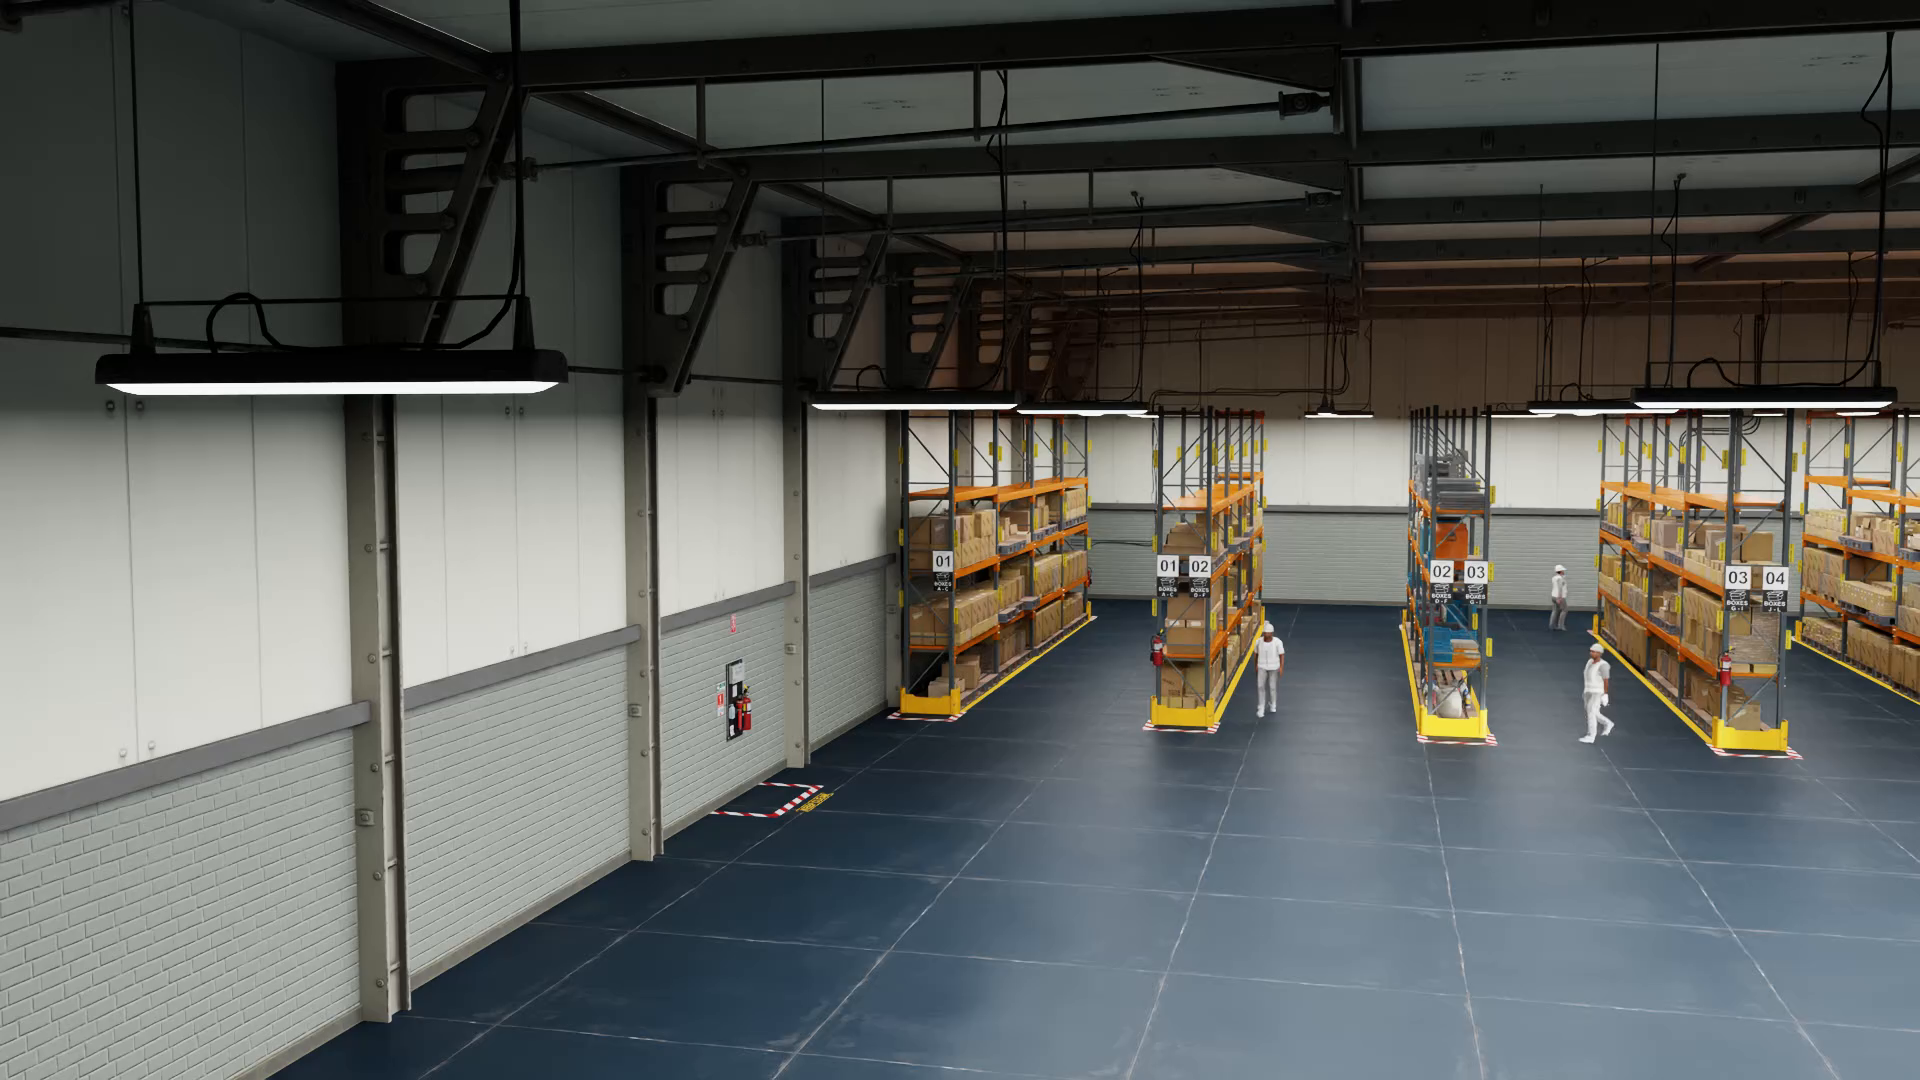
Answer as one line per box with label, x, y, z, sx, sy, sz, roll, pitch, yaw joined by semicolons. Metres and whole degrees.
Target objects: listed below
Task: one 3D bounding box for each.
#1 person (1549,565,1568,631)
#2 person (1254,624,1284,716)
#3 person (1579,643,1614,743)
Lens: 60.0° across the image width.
person;16.384;1.597;45.492;0.526;1.825;0.579;-1;4;-7
person;6.009;2.516;32.403;0.622;1.775;0.705;2;4;22
person;11.351;2.712;29.571;0.868;1.761;0.568;-1;4;-19
